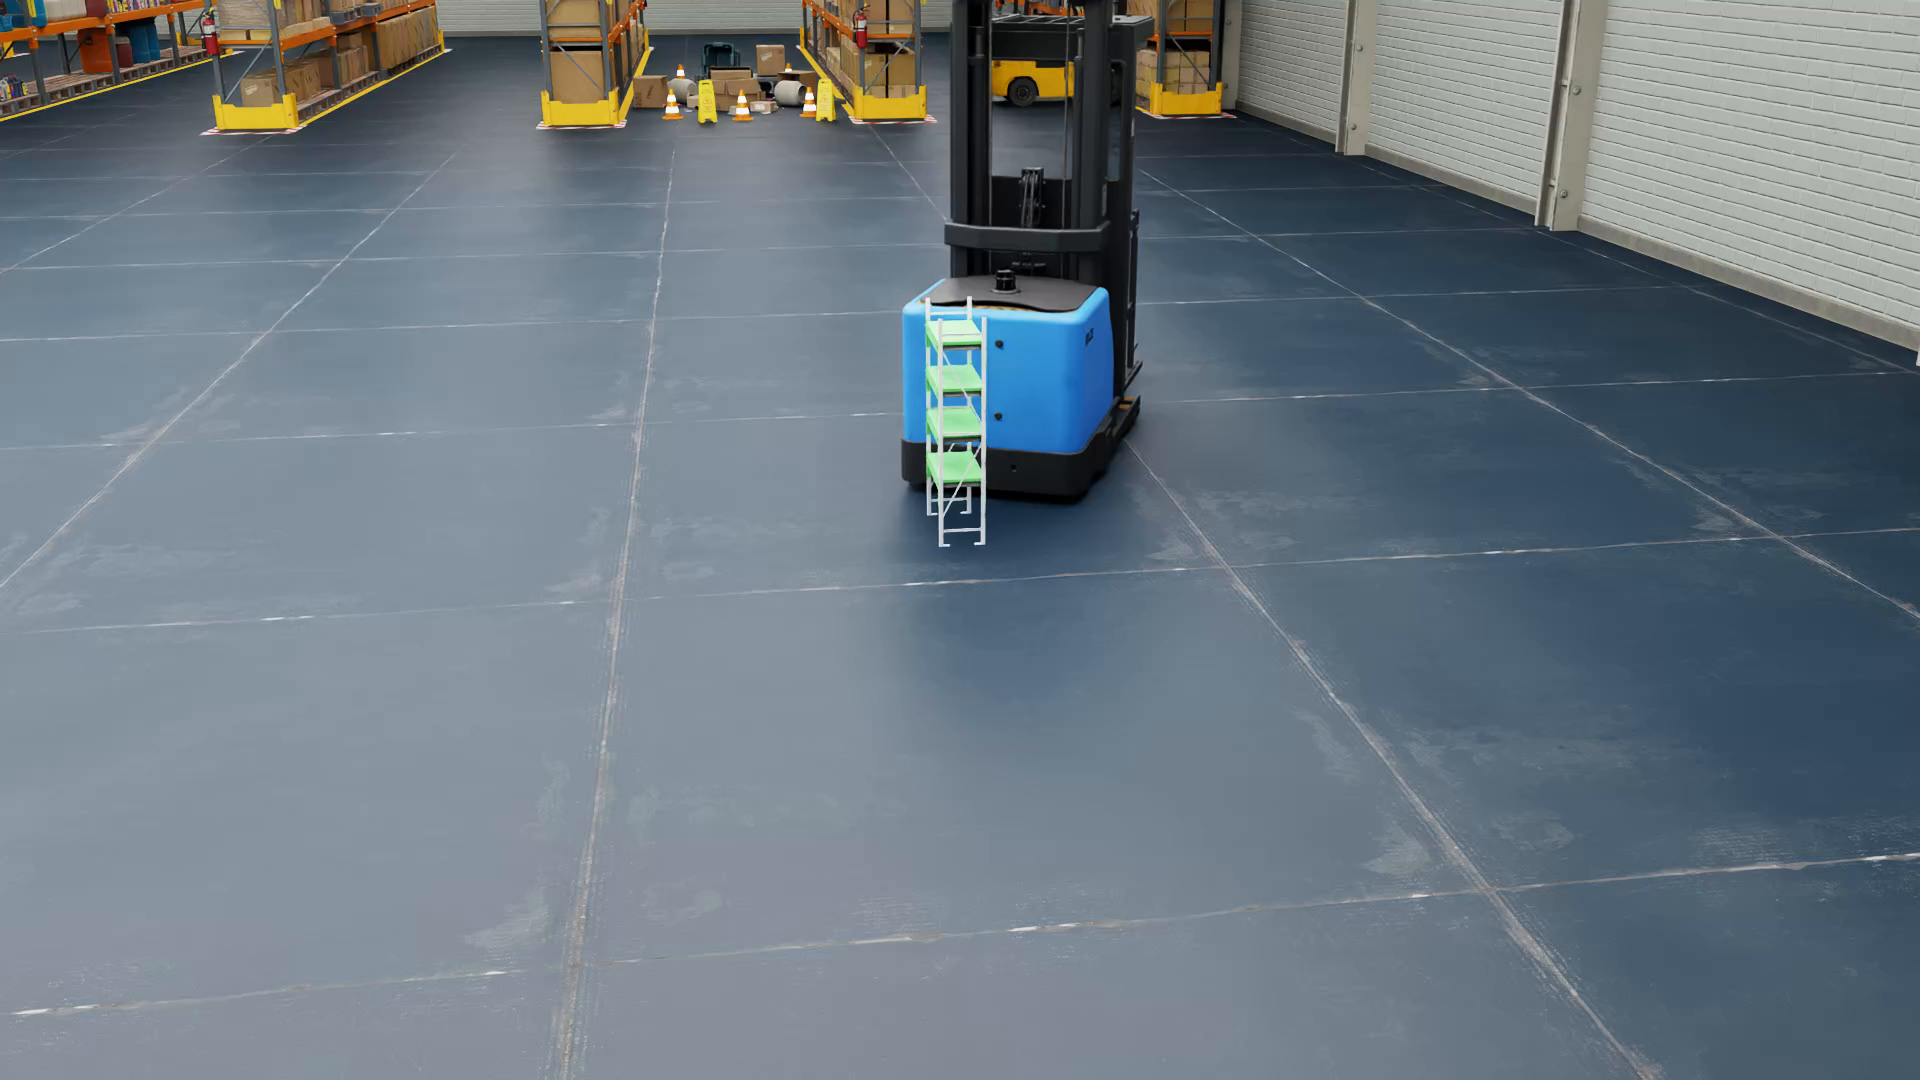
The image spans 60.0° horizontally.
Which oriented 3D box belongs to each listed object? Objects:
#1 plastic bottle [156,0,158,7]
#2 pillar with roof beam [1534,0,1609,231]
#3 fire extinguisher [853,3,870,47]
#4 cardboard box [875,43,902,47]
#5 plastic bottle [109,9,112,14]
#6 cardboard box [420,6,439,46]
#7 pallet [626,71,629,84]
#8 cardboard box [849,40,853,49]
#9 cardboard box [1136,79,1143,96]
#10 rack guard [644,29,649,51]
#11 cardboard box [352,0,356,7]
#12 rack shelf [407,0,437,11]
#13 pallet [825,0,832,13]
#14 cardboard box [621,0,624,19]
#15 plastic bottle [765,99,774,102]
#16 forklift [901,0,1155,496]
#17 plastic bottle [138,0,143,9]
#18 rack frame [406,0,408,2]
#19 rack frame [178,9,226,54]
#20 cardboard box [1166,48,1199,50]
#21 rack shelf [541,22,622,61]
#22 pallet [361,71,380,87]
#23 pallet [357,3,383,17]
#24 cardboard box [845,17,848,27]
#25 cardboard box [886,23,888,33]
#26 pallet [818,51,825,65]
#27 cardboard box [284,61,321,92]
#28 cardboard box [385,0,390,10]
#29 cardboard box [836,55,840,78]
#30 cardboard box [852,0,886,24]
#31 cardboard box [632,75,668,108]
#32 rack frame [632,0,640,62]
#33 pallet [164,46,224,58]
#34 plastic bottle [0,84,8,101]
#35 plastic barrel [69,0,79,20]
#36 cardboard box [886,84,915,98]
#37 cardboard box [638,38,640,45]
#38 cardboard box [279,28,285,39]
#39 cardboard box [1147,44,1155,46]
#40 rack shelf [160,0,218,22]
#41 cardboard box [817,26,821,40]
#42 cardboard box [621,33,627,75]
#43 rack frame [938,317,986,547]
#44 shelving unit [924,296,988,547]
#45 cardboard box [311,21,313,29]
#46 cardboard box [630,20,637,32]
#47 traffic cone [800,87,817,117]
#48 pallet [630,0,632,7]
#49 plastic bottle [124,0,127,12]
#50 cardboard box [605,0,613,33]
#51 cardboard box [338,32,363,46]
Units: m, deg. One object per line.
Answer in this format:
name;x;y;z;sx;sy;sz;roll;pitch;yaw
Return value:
plastic bottle;-17.152;-11.475;35.437;0.097;0.201;0.097;0;20;0
pillar with roof beam;2.038;-7.299;15.397;9.100;9.000;0.400;-3;21;-8
fire extinguisher;-1.574;-8.223;26.556;0.296;0.674;0.183;-3;21;-8
cardboard box;-1.285;-8.600;29.712;0.500;0.500;0.500;-3;21;-7
plastic bottle;-16.738;-10.450;32.586;0.152;0.276;0.135;-3;21;-8
cardboard box;-13.076;-12.346;39.921;0.875;0.875;0.875;-3;21;-8
pallet;-7.132;-9.224;33.112;1.003;0.211;1.213;-3;21;-8
cardboard box;-1.697;-8.452;28.391;0.380;0.149;0.250;-2;21;-5
cardboard box;3.334;-7.802;28.647;0.500;0.250;0.500;-3;21;-8
rack guard;-8.314;-12.380;41.148;1.175;0.500;0.348;-3;21;-8
cardboard box;-11.587;-10.162;31.229;0.396;0.266;0.258;-4;21;-9
rack shelf;-12.959;-12.333;38.477;1.077;0.370;4.000;-3;21;-8
pallet;-2.080;-10.761;33.514;1.213;0.211;1.003;-3;21;-8
cardboard box;-6.478;-9.840;30.631;0.500;0.500;0.500;-3;21;-7
plastic bottle;-3.381;-7.789;29.484;0.133;0.061;0.283;1;20;2
forklift;0.544;-2.100;10.149;1.130;2.935;3.031;5;21;14
plastic bottle;-17.017;-11.121;34.382;0.152;0.276;0.135;-3;21;-8
rack frame;-12.671;-11.977;36.497;1.000;3.000;0.127;-3;21;-8
rack frame;-18.149;-13.112;39.536;1.000;3.000;0.127;-3;21;-8
cardboard box;3.819;-8.300;28.551;0.500;0.250;0.500;-3;21;-8
rack shelf;-6.307;-8.393;27.929;1.077;0.370;4.000;-3;21;-8
pallet;-11.983;-9.015;32.552;1.003;0.211;1.213;-3;21;-8
pallet;-11.886;-10.261;32.176;1.213;0.211;1.003;-3;21;-8
cardboard box;-1.808;-9.021;28.940;0.380;0.149;0.250;-3;21;-7
cardboard box;-1.029;-8.419;27.330;0.380;0.149;0.250;-3;21;-7
pallet;-2.679;-10.907;37.618;1.003;0.211;1.213;-3;21;-8
cardboard box;-11.500;-8.092;29.068;0.500;0.500;0.500;-4;21;-9
cardboard box;-12.049;-11.177;34.211;0.500;0.500;0.500;-3;21;-9
cardboard box;-1.896;-9.103;31.957;0.950;0.372;0.625;-2;21;-4
cardboard box;-1.485;-8.682;27.107;0.500;0.500;0.500;-3;21;-9
cardboard box;-5.356;-7.767;28.793;0.500;0.500;0.500;1;20;2
rack frame;-7.748;-12.192;37.073;1.000;3.000;0.127;-3;21;-8
pallet;-18.068;-11.518;39.254;1.003;0.211;1.213;-3;21;-8
plastic bottle;-15.947;-7.444;27.625;0.152;0.276;0.135;-3;21;-7
plastic barrel;-16.575;-9.904;30.785;0.421;0.512;0.421;0;20;0
cardboard box;-0.977;-7.524;27.904;0.500;0.250;0.500;-3;21;-8
cardboard box;-7.484;-11.335;37.825;0.380;0.149;0.250;-2;21;-5
cardboard box;-10.763;-7.903;25.947;0.380;0.149;0.250;-3;21;-8
cardboard box;3.174;-8.621;29.412;0.500;0.250;0.500;-3;21;-9
rack shelf;-17.860;-12.083;37.808;1.077;0.370;4.000;-3;21;-8
cardboard box;-2.978;-12.006;39.636;0.875;0.438;0.875;-4;21;-9
cardboard box;-7.043;-9.432;32.298;1.050;0.750;0.750;-3;21;-7
rack frame;0.011;-0.535;8.433;0.240;1.200;0.015;-3;21;-8
shelving unit;-0.024;-0.619;8.660;0.258;1.200;0.503;-3;21;-8
cardboard box;-11.141;-8.679;28.026;0.380;0.149;0.250;-3;21;-8
cardboard box;-7.391;-11.324;36.649;0.500;0.250;0.500;-3;21;-9
traffic cone;-2.473;-7.218;27.379;0.336;0.463;0.334;-3;21;-8
pallet;-7.497;-11.401;35.228;1.003;0.211;1.213;-3;21;-8
plastic bottle;-16.847;-10.776;33.465;0.097;0.271;0.097;0;20;0
cardboard box;-6.174;-8.623;27.303;0.875;0.550;0.550;-3;21;-8
cardboard box;-11.968;-9.748;32.401;0.500;0.250;0.500;-2;21;-6
